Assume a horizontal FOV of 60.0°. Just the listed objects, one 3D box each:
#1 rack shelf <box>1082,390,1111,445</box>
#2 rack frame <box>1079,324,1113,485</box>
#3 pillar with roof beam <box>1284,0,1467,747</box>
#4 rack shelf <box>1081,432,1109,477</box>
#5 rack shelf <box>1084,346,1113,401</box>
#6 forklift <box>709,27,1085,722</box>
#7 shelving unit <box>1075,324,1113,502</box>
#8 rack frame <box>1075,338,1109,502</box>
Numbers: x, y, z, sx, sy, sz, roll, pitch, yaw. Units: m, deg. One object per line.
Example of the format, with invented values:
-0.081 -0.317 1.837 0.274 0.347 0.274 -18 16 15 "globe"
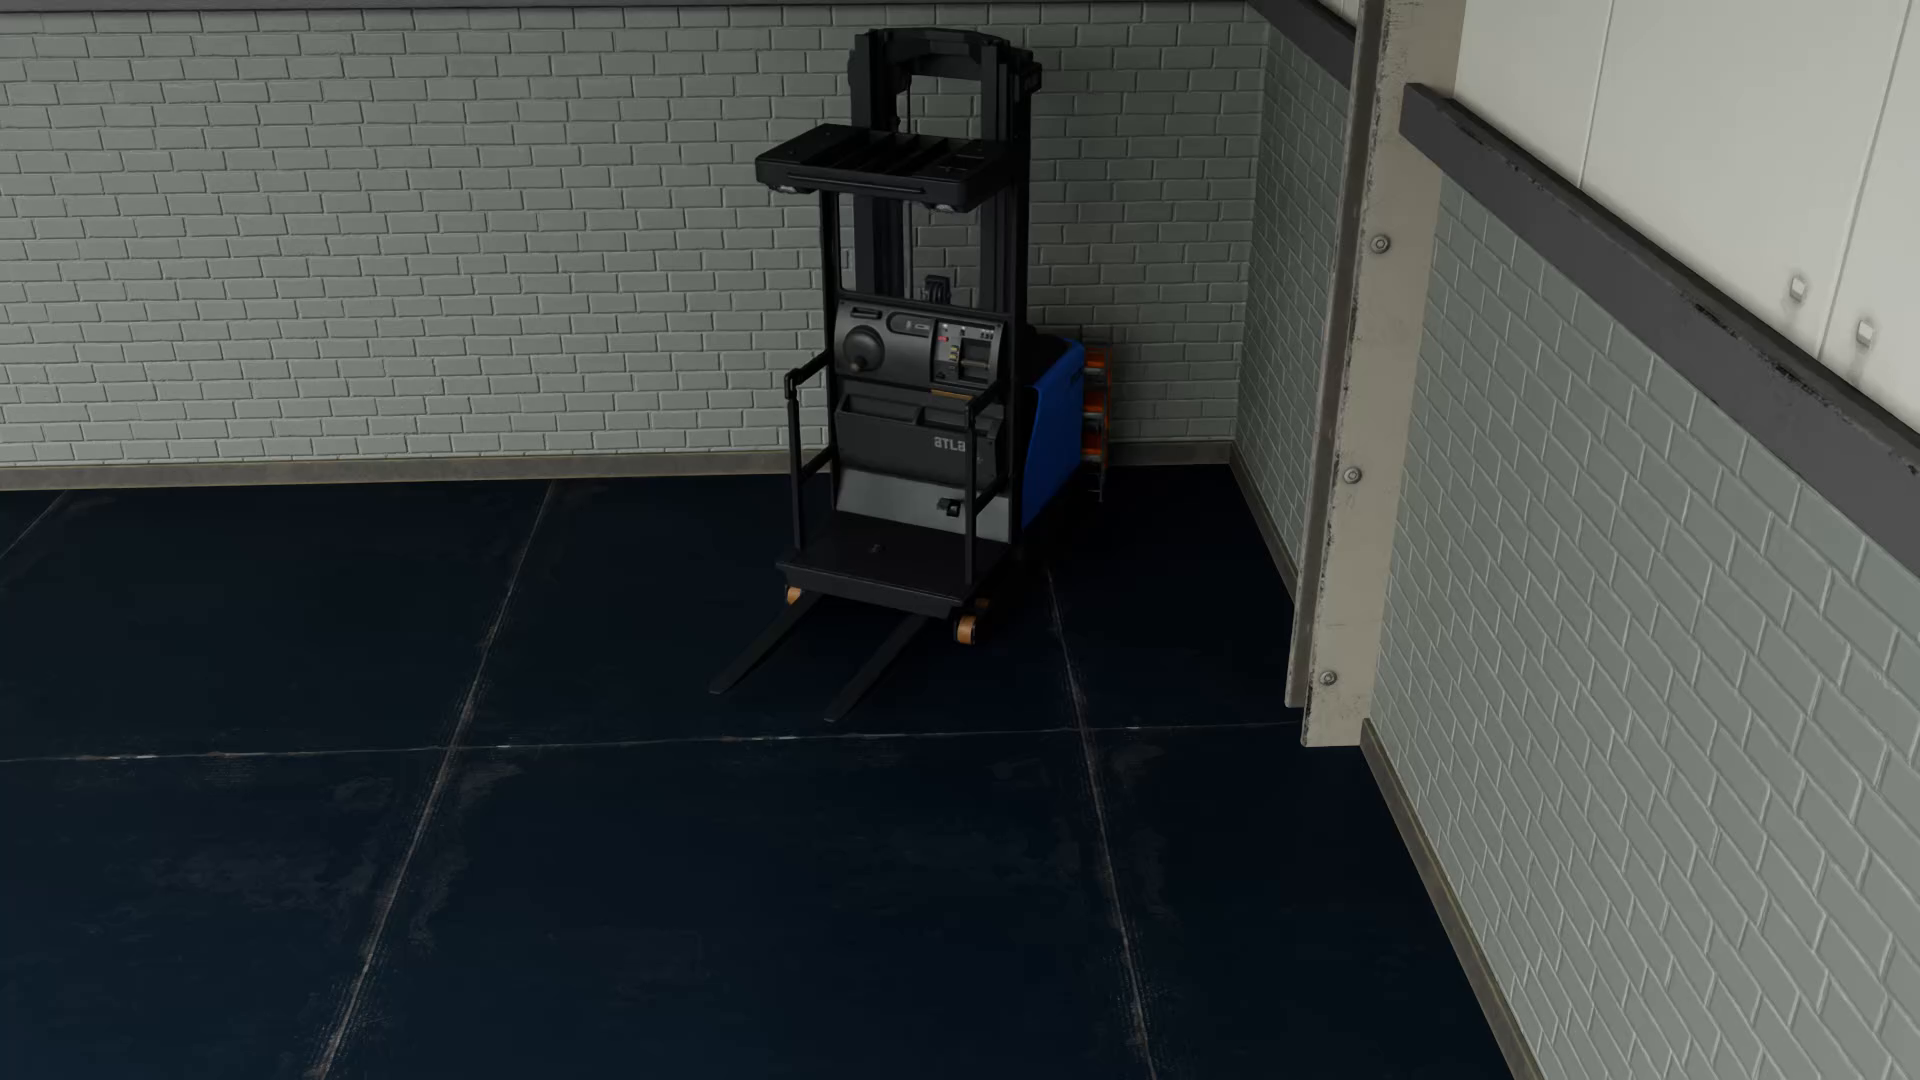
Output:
0.793 -0.752 10.079 0.215 0.259 0.240 5 28 9 "rack shelf"
0.815 -0.817 10.181 0.200 1.050 0.008 5 28 9 "rack frame"
-2.532 -3.003 5.776 9.100 9.000 0.400 -1 28 -3 "pillar with roof beam"
0.793 -0.506 10.208 0.215 0.259 0.240 5 28 9 "rack shelf"
0.794 -1.004 9.948 0.215 0.259 0.240 5 28 9 "rack shelf"
-0.299 -0.970 8.441 1.130 2.935 3.031 11 29 20 "forklift"
0.793 -0.762 10.075 0.215 1.050 0.252 5 28 9 "shelving unit"
0.772 -0.706 9.968 0.200 1.050 0.008 5 28 9 "rack frame"
